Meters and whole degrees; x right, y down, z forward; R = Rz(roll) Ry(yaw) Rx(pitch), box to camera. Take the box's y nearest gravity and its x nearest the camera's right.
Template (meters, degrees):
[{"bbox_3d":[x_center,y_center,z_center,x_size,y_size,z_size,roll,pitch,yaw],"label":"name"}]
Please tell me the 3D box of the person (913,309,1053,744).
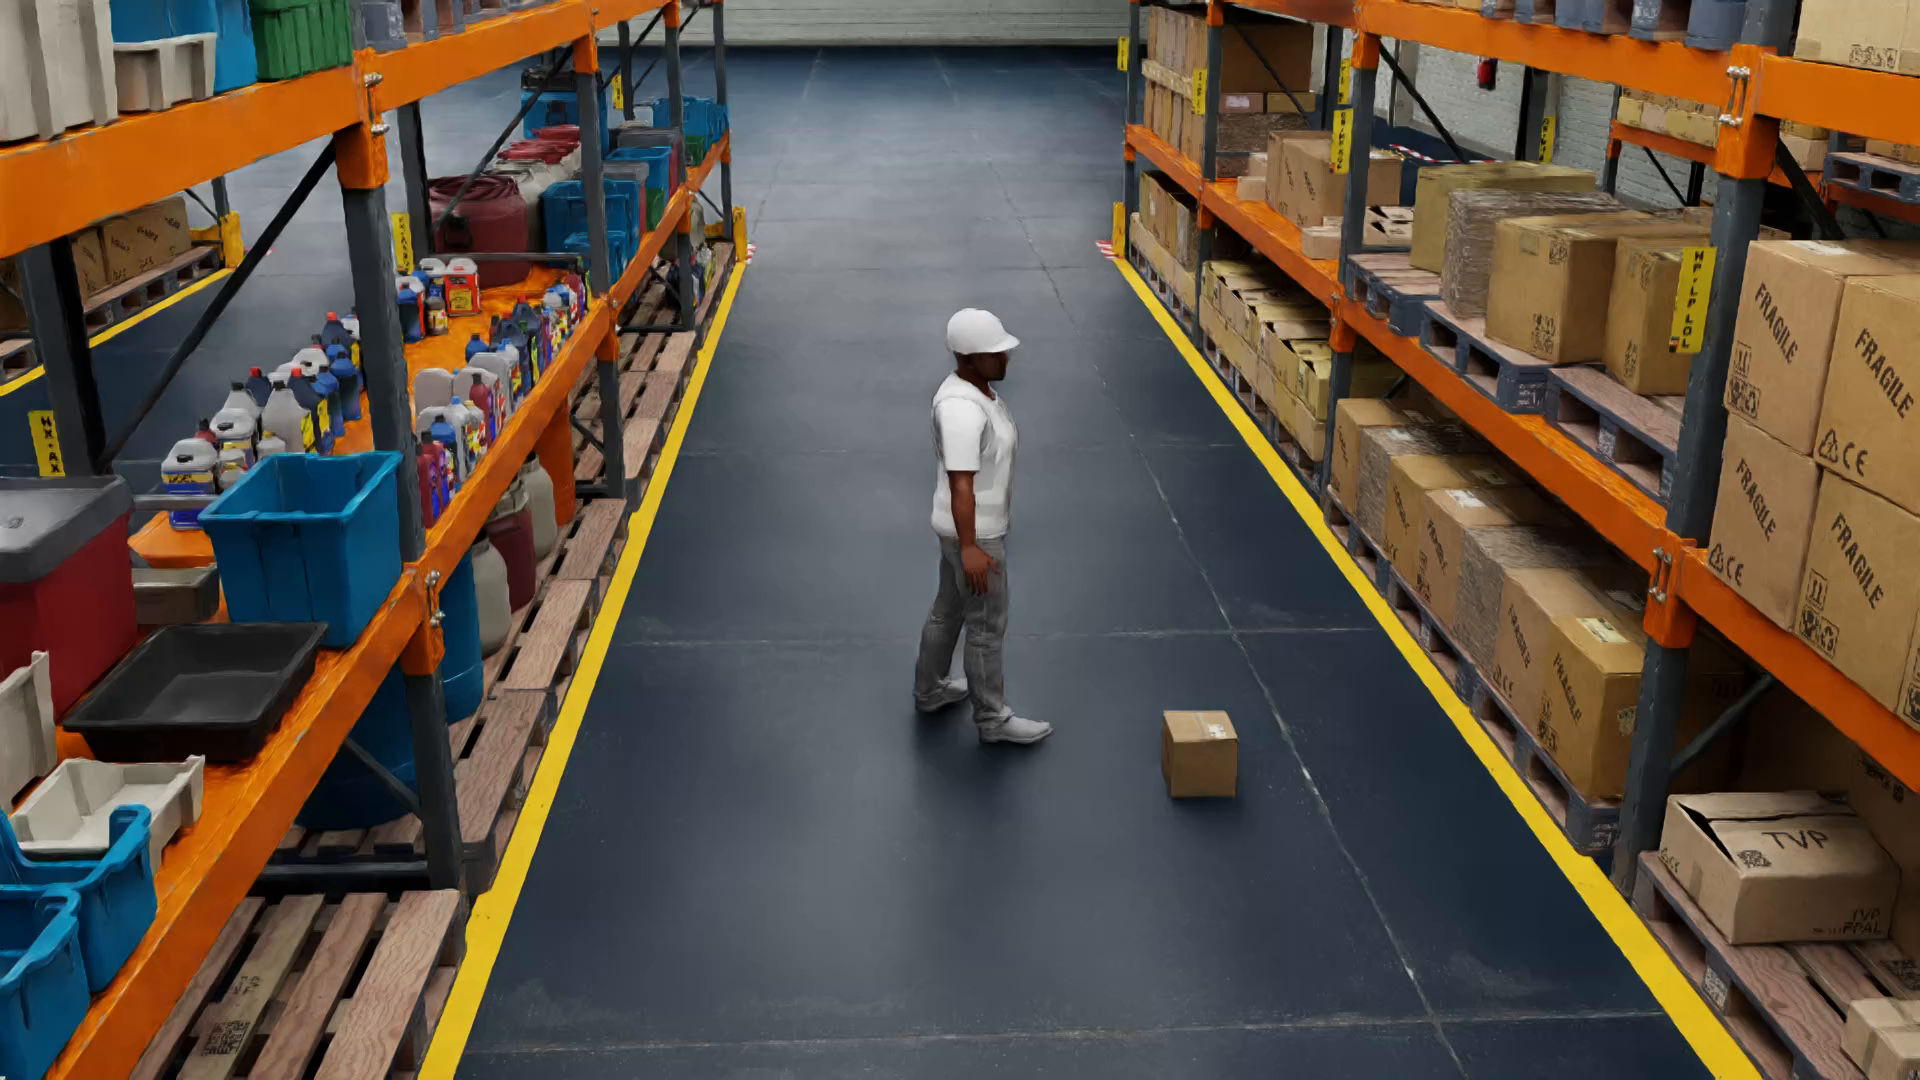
[{"bbox_3d":[0.091,-0.043,6.624,0.582,1.768,0.738,0,20,1],"label":"person"}]
